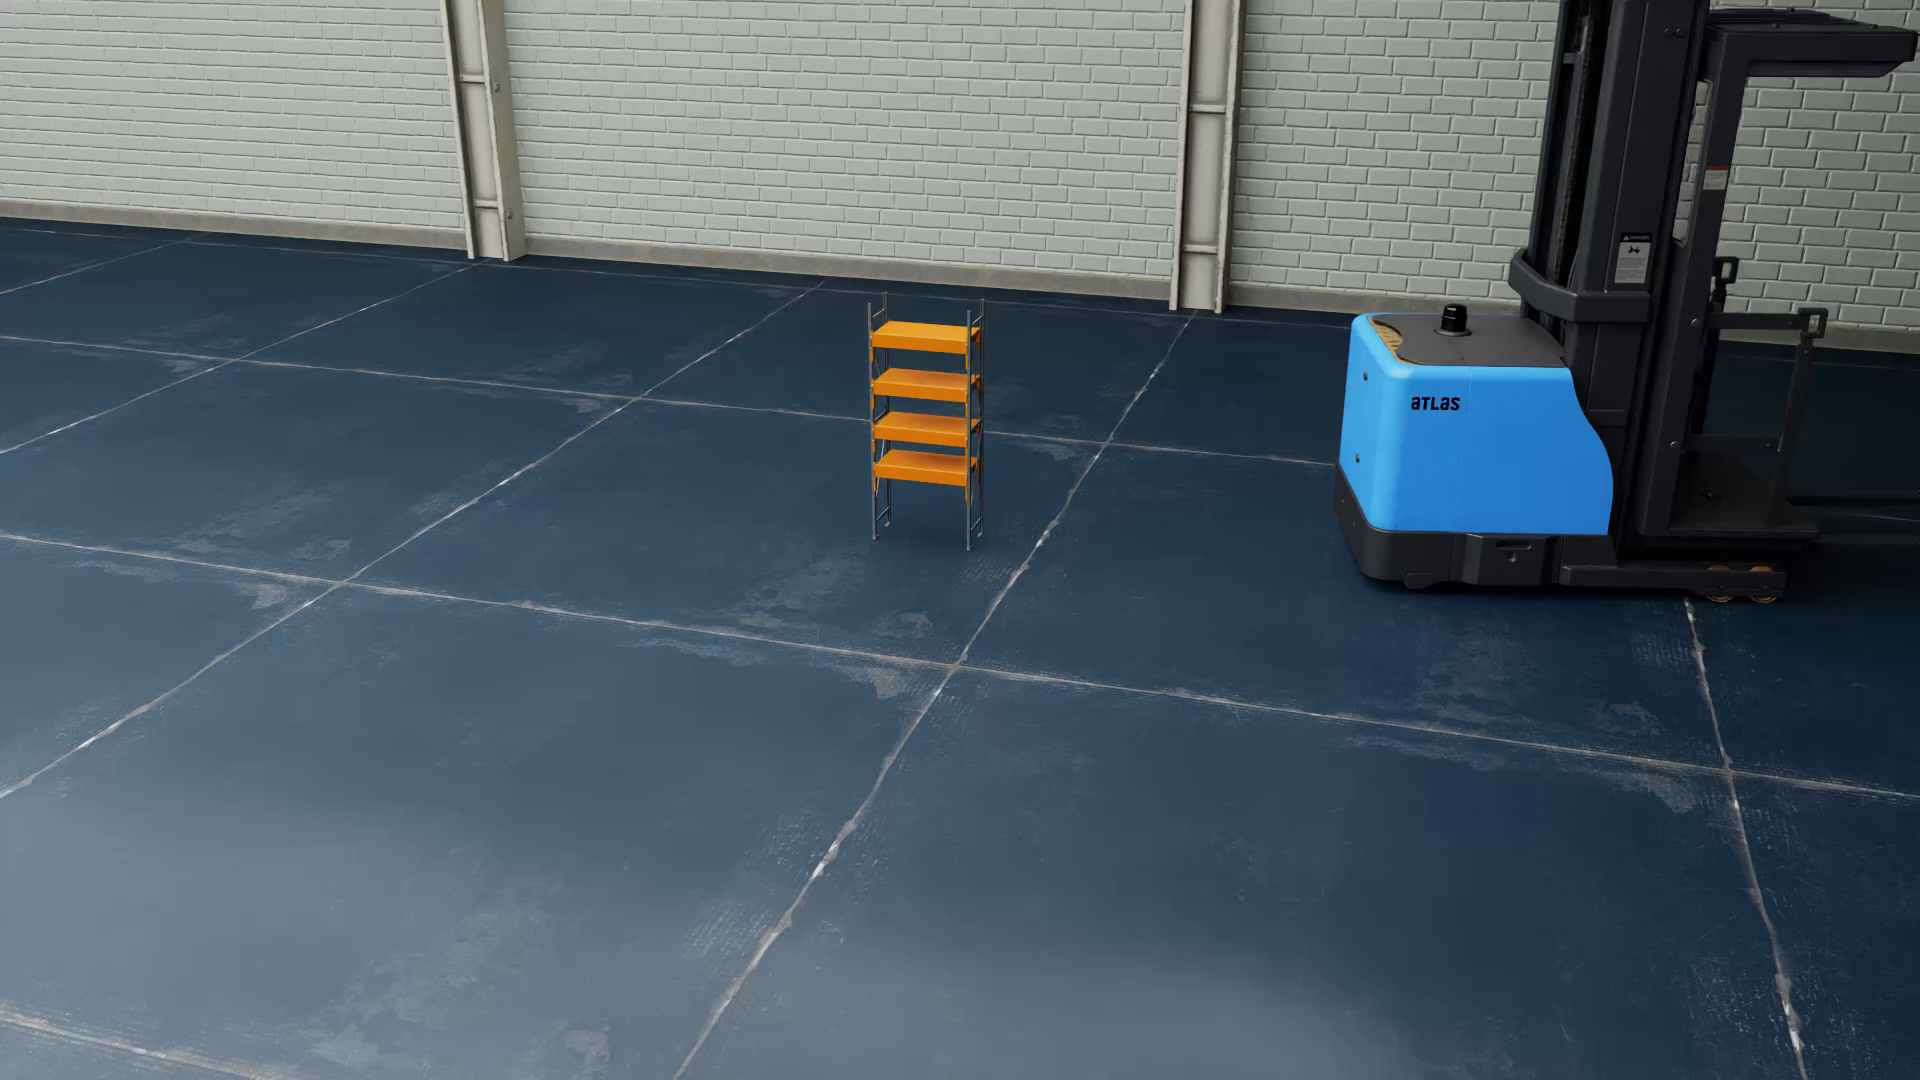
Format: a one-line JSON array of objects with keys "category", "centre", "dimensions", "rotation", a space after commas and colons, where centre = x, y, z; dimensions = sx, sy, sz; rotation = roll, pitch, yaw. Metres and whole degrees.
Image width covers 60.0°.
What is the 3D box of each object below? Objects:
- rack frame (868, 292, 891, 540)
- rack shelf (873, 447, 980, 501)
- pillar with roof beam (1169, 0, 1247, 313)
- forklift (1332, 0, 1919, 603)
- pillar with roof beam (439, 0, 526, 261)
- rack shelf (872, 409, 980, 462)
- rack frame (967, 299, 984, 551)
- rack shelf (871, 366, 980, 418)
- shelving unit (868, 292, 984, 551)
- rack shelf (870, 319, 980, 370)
[{"category": "rack frame", "centre": [-0.392, -0.600, 8.152], "dimensions": [0.015, 1.200, 0.240], "rotation": [7, 23, 16]}, {"category": "rack shelf", "centre": [-0.158, -0.327, 8.187], "dimensions": [0.480, 0.148, 0.258], "rotation": [7, 23, 16]}, {"category": "pillar with roof beam", "centre": [0.562, -4.366, 7.055], "dimensions": [0.400, 9.000, 9.100], "rotation": [7, 23, 16]}, {"category": "forklift", "centre": [3.399, -1.276, 7.519], "dimensions": [3.031, 2.935, 1.130], "rotation": [1, 22, 3]}, {"category": "pillar with roof beam", "centre": [-5.182, -5.023, 8.659], "dimensions": [0.400, 9.000, 9.100], "rotation": [7, 23, 16]}, {"category": "rack shelf", "centre": [-0.158, -0.511, 8.112], "dimensions": [0.480, 0.148, 0.258], "rotation": [7, 23, 16]}, {"category": "rack frame", "centre": [0.075, -0.547, 8.021], "dimensions": [0.015, 1.200, 0.240], "rotation": [7, 23, 16]}, {"category": "rack shelf", "centre": [-0.158, -0.718, 8.027], "dimensions": [0.480, 0.148, 0.258], "rotation": [7, 23, 16]}, {"category": "shelving unit", "centre": [-0.158, -0.573, 8.087], "dimensions": [0.503, 1.200, 0.258], "rotation": [7, 23, 16]}, {"category": "rack shelf", "centre": [-0.158, -0.937, 7.937], "dimensions": [0.480, 0.148, 0.258], "rotation": [7, 23, 16]}]
